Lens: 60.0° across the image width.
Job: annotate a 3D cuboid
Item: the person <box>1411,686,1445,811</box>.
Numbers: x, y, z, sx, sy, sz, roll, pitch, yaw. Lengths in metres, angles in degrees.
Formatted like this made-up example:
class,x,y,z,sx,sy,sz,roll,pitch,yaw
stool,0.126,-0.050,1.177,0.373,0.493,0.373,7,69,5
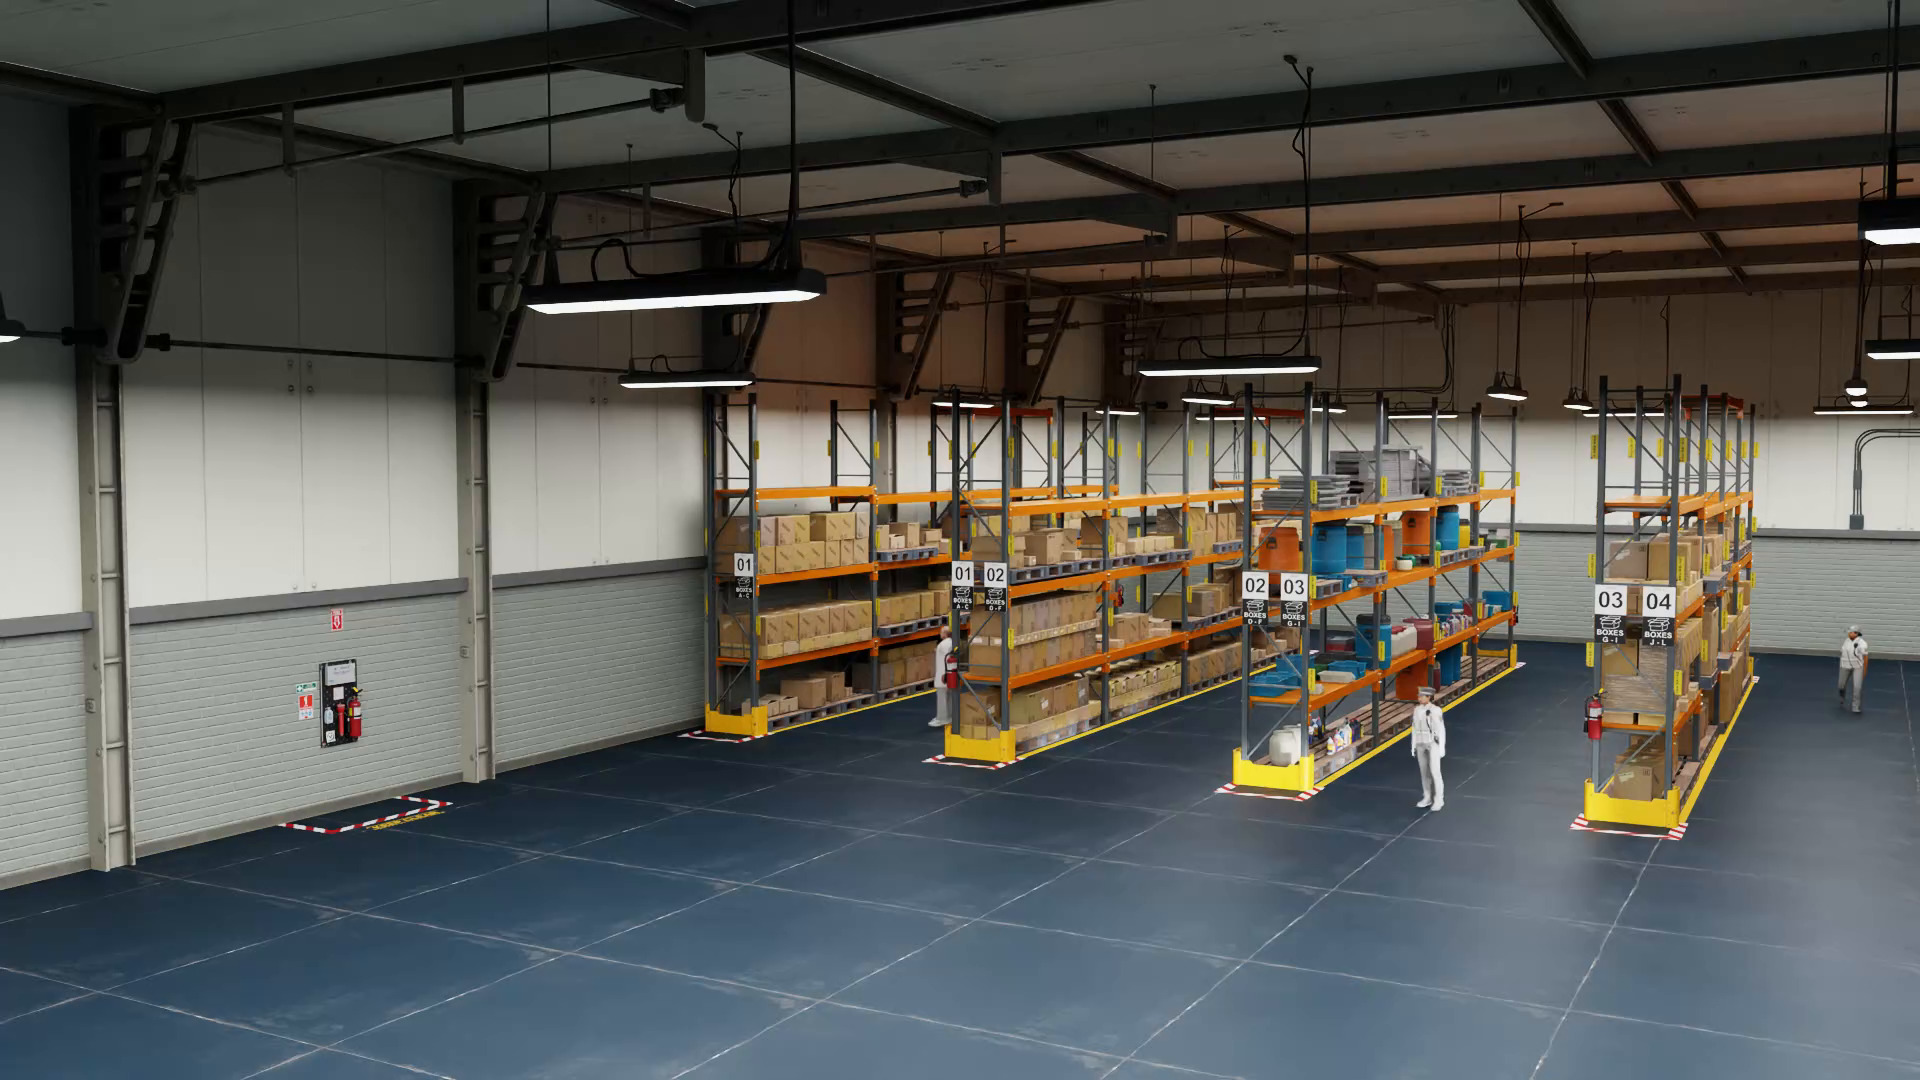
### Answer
class,x,y,z,sx,sy,sz,roll,pitch,yaw
person,6.560,2.912,23.347,0.349,1.721,0.547,-2,4,-36

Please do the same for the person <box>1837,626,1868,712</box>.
class,x,y,z,sx,sy,sz,roll,pitch,yaw
person,17.136,2.449,31.913,0.506,1.632,0.665,2,3,27

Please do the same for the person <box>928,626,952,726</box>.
class,x,y,z,sx,sy,sz,roll,pitch,yaw
person,-0.332,2.473,30.400,0.419,1.802,0.623,1,3,11
